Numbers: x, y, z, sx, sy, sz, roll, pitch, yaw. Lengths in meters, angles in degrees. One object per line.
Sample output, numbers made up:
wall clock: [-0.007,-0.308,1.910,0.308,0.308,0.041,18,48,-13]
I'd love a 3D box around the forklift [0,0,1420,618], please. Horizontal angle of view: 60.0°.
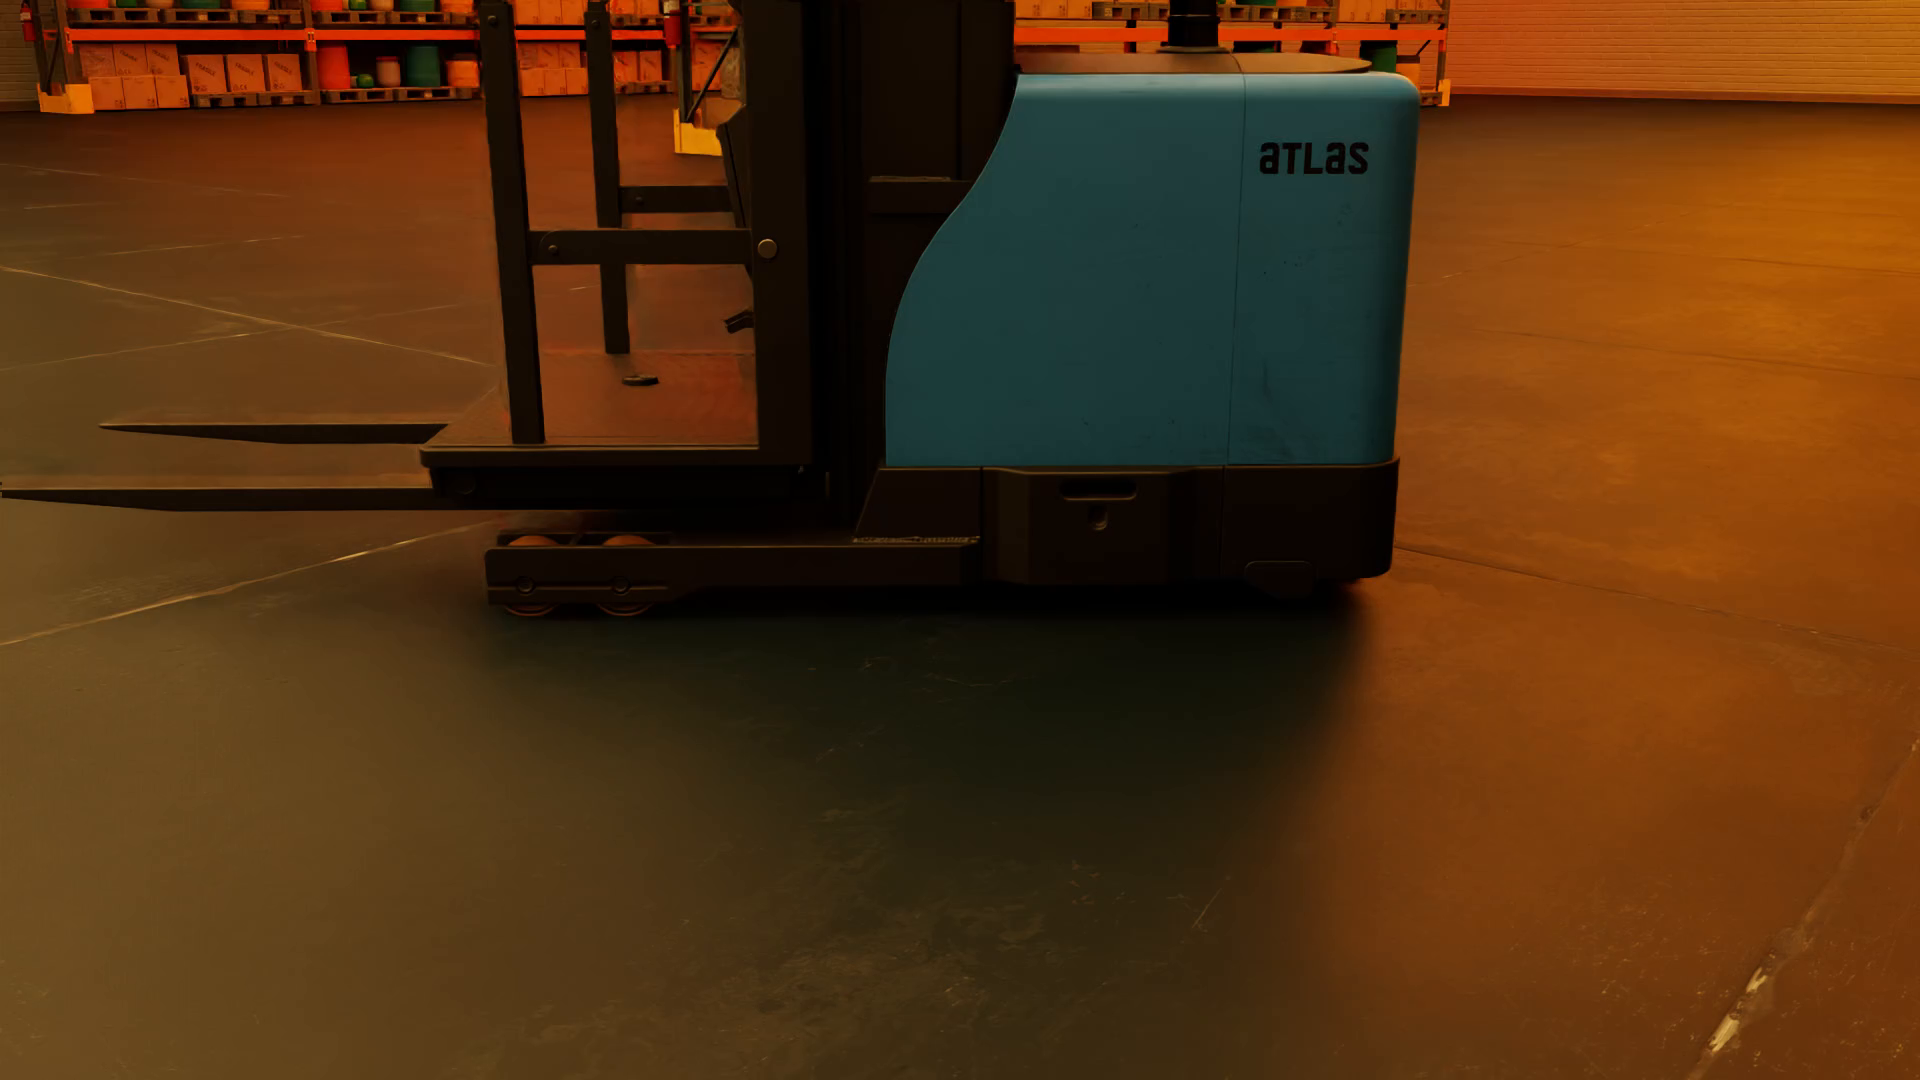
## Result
forklift: [-0.611,-1.398,3.503,3.031,2.935,1.130,0,17,-1]
